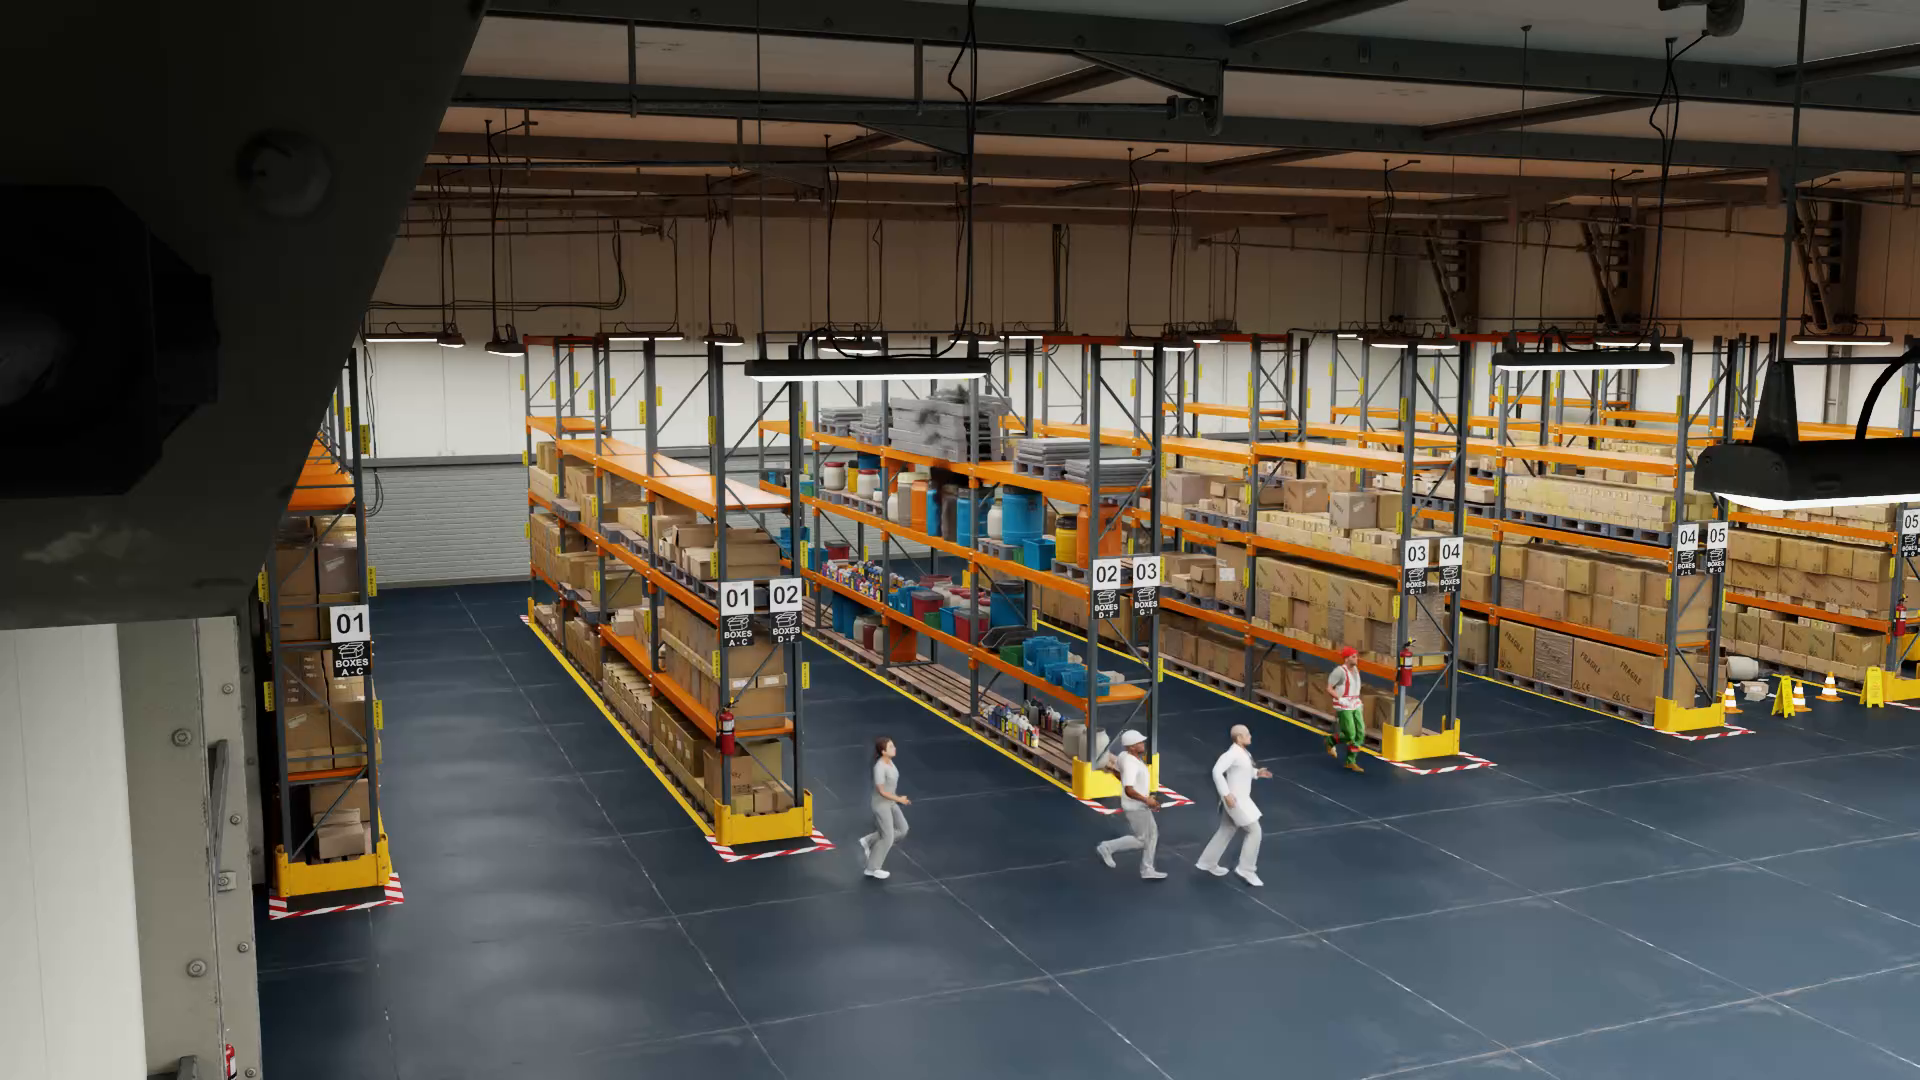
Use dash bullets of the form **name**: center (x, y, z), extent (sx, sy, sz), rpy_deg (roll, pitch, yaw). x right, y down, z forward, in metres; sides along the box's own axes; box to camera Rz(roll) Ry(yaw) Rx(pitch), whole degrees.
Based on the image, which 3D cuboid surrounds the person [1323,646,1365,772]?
- **person**: center (5.451, 2.344, 23.438), extent (0.697, 1.713, 0.608), rpy_deg (-6, 9, -36)

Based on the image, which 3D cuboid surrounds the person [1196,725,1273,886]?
- **person**: center (3.098, 2.982, 18.746), extent (0.848, 1.846, 0.689), rpy_deg (0, 8, 4)

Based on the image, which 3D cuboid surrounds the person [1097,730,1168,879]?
- **person**: center (1.956, 2.991, 18.816), extent (0.815, 1.727, 0.712), rpy_deg (0, 8, 2)

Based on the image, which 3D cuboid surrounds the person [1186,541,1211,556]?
- **person**: center (5.884, -0.073, 41.619), extent (0.971, 1.729, 0.762), rpy_deg (5, 9, 32)

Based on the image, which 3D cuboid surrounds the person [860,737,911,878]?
- **person**: center (-0.840, 3.029, 18.927), extent (0.622, 1.623, 0.598), rpy_deg (1, 8, 10)
